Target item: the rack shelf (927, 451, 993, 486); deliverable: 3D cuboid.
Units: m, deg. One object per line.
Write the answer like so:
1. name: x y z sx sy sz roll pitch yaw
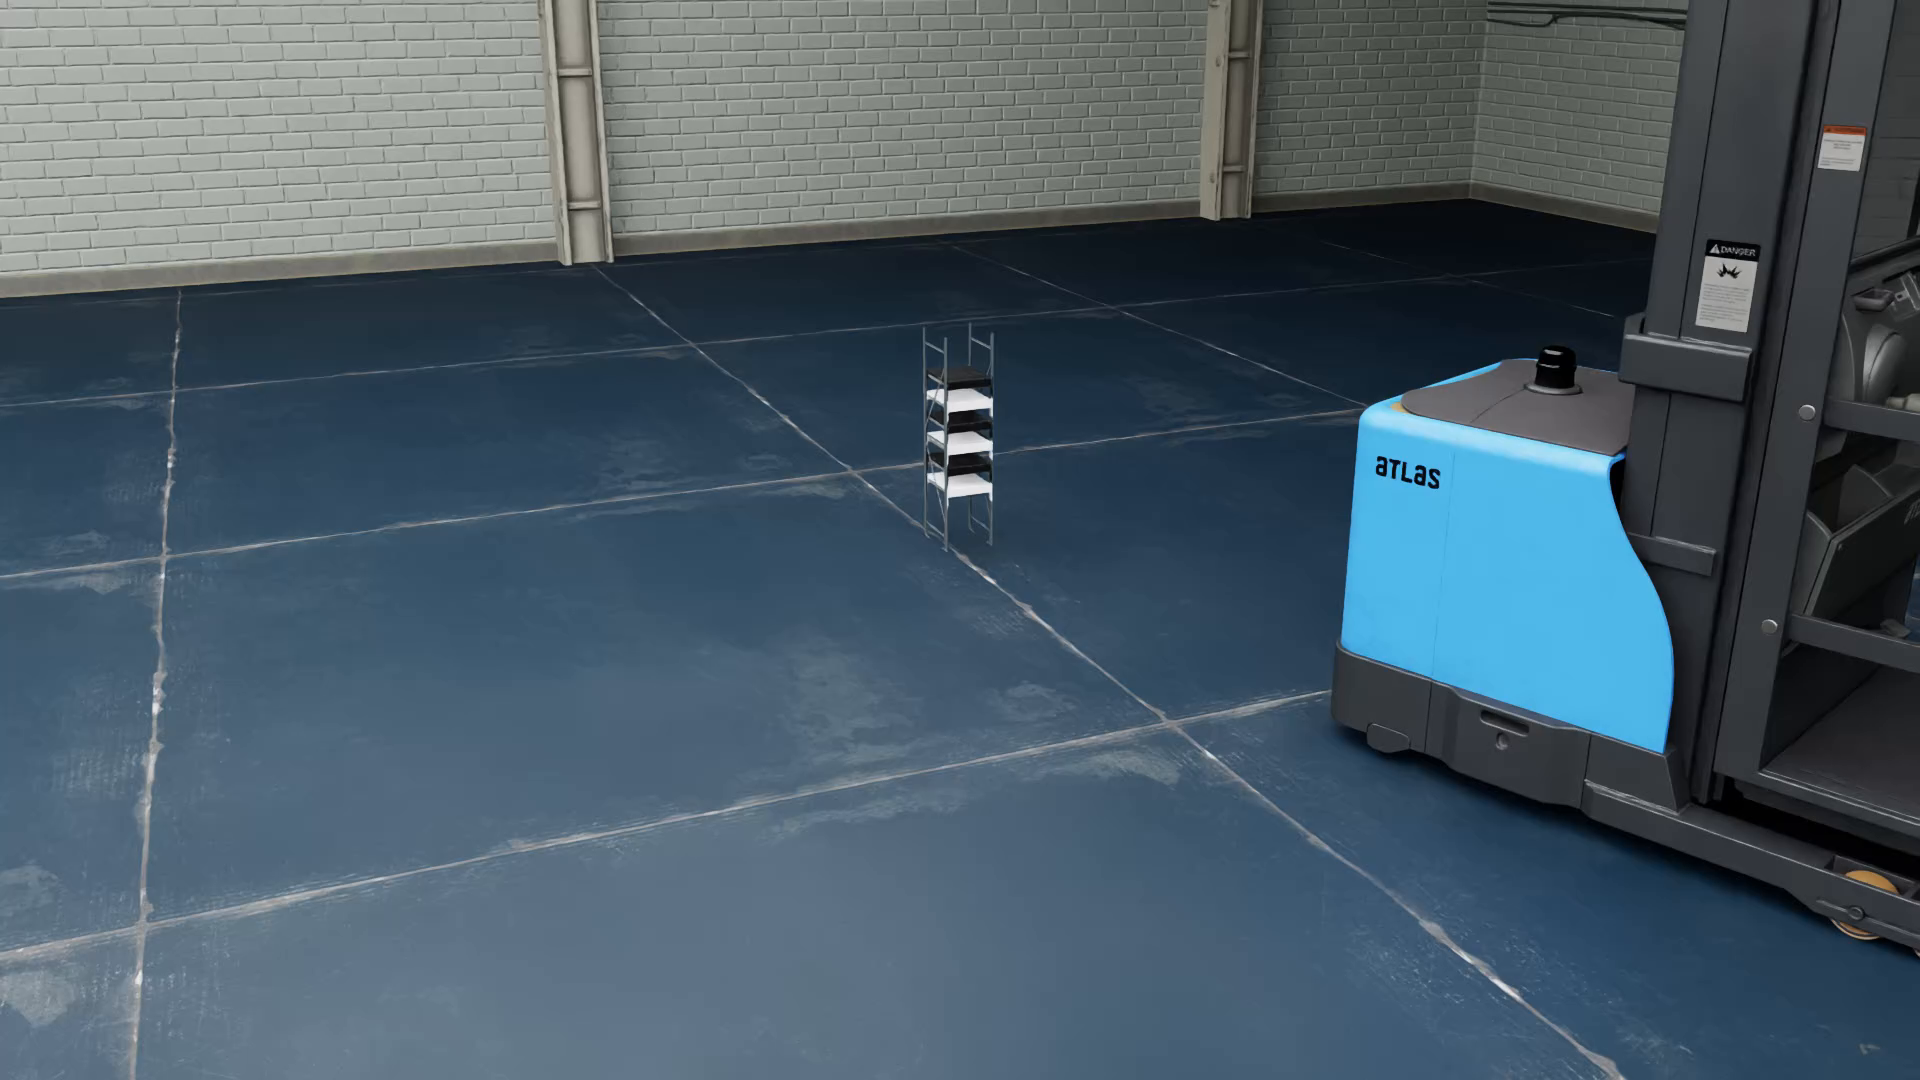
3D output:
1. rack shelf: -0.007 -0.307 6.911 0.200 0.077 0.258 -8 21 -22

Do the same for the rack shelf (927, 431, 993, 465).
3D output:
1. rack shelf: -0.007 -0.392 6.881 0.200 0.077 0.258 -8 21 -22

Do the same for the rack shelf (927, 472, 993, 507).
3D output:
1. rack shelf: -0.007 -0.222 6.940 0.200 0.077 0.258 -8 21 -22

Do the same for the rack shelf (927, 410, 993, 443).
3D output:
1. rack shelf: -0.007 -0.477 6.851 0.200 0.077 0.258 -8 21 -22

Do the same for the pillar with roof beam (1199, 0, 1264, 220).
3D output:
1. pillar with roof beam: 4.197 -5.974 10.439 0.400 9.000 9.100 -8 21 -22

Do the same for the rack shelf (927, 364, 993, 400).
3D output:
1. rack shelf: -0.007 -0.647 6.791 0.200 0.077 0.258 -8 21 -22

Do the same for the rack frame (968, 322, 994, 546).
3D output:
1. rack frame: 0.086 -0.437 6.908 0.006 0.900 0.240 -8 21 -22

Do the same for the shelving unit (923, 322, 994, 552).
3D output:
1. shelving unit: -0.007 -0.423 6.870 0.210 0.900 0.258 -8 21 -22

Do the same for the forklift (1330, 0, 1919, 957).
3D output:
1. forklift: 2.564 -0.529 4.111 1.130 2.935 3.031 -18 26 -42

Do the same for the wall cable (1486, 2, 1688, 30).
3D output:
1. wall cable: 5.721 -5.806 14.639 0.112 2.526 3.097 -8 21 -22

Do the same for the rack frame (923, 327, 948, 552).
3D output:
1. rack frame: -0.101 -0.410 6.832 0.006 0.900 0.240 -8 21 -22

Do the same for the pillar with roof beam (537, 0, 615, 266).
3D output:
1. pillar with roof beam: -1.312 -5.185 8.198 0.400 9.000 9.100 -8 21 -22

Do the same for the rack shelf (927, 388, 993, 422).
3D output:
1. rack shelf: -0.007 -0.562 6.821 0.200 0.077 0.258 -8 21 -22
